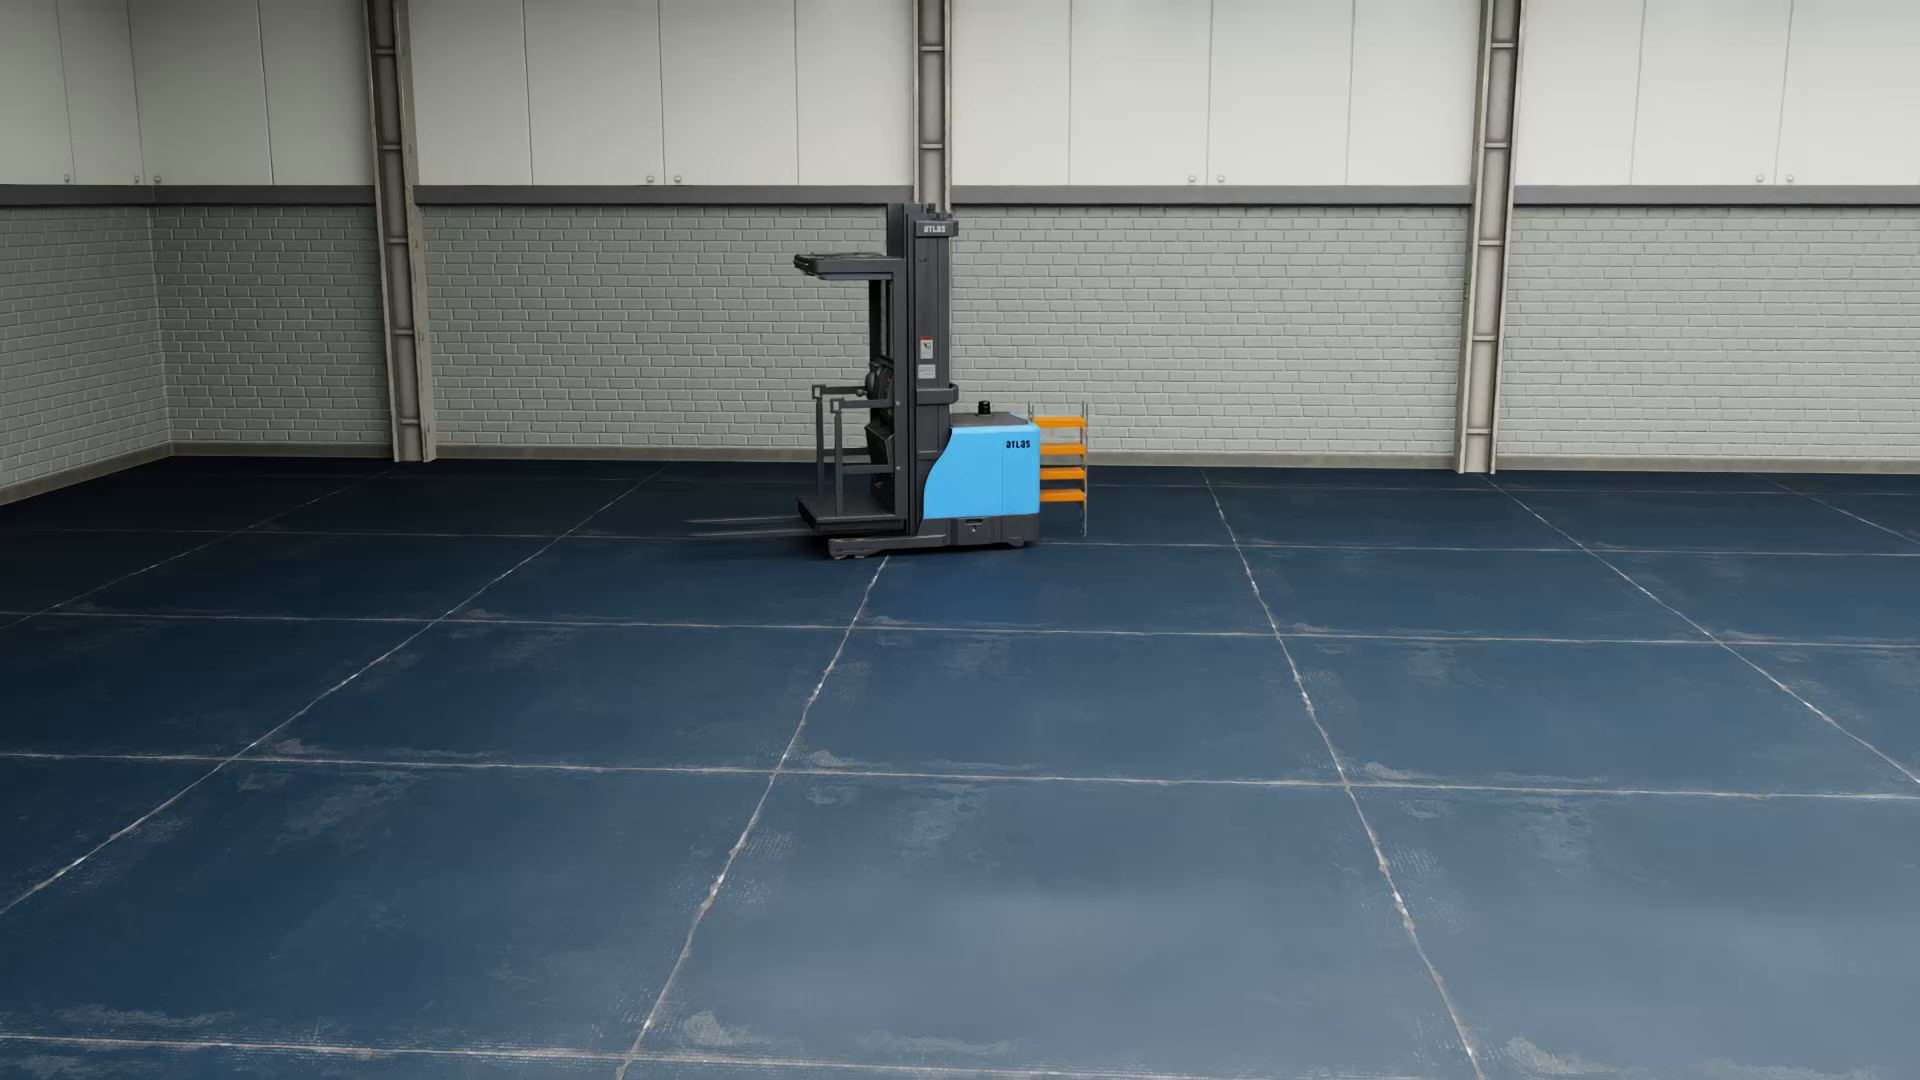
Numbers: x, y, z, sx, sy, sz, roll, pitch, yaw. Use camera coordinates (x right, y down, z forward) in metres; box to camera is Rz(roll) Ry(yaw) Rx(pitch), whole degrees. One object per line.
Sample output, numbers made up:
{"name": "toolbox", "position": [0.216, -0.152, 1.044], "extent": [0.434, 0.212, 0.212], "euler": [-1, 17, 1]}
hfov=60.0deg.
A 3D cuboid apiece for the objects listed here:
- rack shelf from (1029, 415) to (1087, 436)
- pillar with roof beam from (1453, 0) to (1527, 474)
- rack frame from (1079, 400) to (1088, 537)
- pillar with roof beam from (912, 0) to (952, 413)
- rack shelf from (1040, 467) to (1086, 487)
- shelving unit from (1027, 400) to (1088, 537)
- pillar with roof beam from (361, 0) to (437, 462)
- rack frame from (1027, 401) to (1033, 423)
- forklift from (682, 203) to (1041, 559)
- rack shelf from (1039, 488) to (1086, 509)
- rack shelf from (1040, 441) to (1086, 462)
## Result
{"name": "rack shelf", "position": [0.865, -1.015, 14.772], "extent": [0.480, 0.148, 0.258], "euler": [-1, 12, -7]}
{"name": "pillar with roof beam", "position": [5.402, -4.288, 13.288], "extent": [0.400, 9.000, 9.100], "euler": [1, 12, 4]}
{"name": "rack frame", "position": [1.108, -0.637, 14.881], "extent": [0.015, 1.200, 0.240], "euler": [-1, 12, -7]}
{"name": "pillar with roof beam", "position": [-0.585, -4.370, 13.681], "extent": [0.400, 9.000, 9.100], "euler": [1, 12, 4]}
{"name": "rack shelf", "position": [0.865, -0.565, 14.867], "extent": [0.480, 0.148, 0.258], "euler": [-1, 12, -7]}
{"name": "shelving unit", "position": [0.865, -0.631, 14.853], "extent": [0.503, 1.200, 0.258], "euler": [-1, 12, -7]}
{"name": "pillar with roof beam", "position": [-6.572, -4.452, 14.073], "extent": [0.400, 9.000, 9.100], "euler": [1, 12, 4]}
{"name": "rack frame", "position": [0.623, -0.625, 14.825], "extent": [0.015, 1.200, 0.240], "euler": [-1, 12, -7]}
{"name": "forklift", "position": [-0.871, -1.391, 14.259], "extent": [3.031, 2.935, 1.130], "euler": [-3, 12, -13]}
{"name": "rack shelf", "position": [0.865, -0.371, 14.907], "extent": [0.480, 0.148, 0.258], "euler": [-1, 12, -7]}
{"name": "rack shelf", "position": [0.865, -0.784, 14.821], "extent": [0.480, 0.148, 0.258], "euler": [-1, 12, -7]}
